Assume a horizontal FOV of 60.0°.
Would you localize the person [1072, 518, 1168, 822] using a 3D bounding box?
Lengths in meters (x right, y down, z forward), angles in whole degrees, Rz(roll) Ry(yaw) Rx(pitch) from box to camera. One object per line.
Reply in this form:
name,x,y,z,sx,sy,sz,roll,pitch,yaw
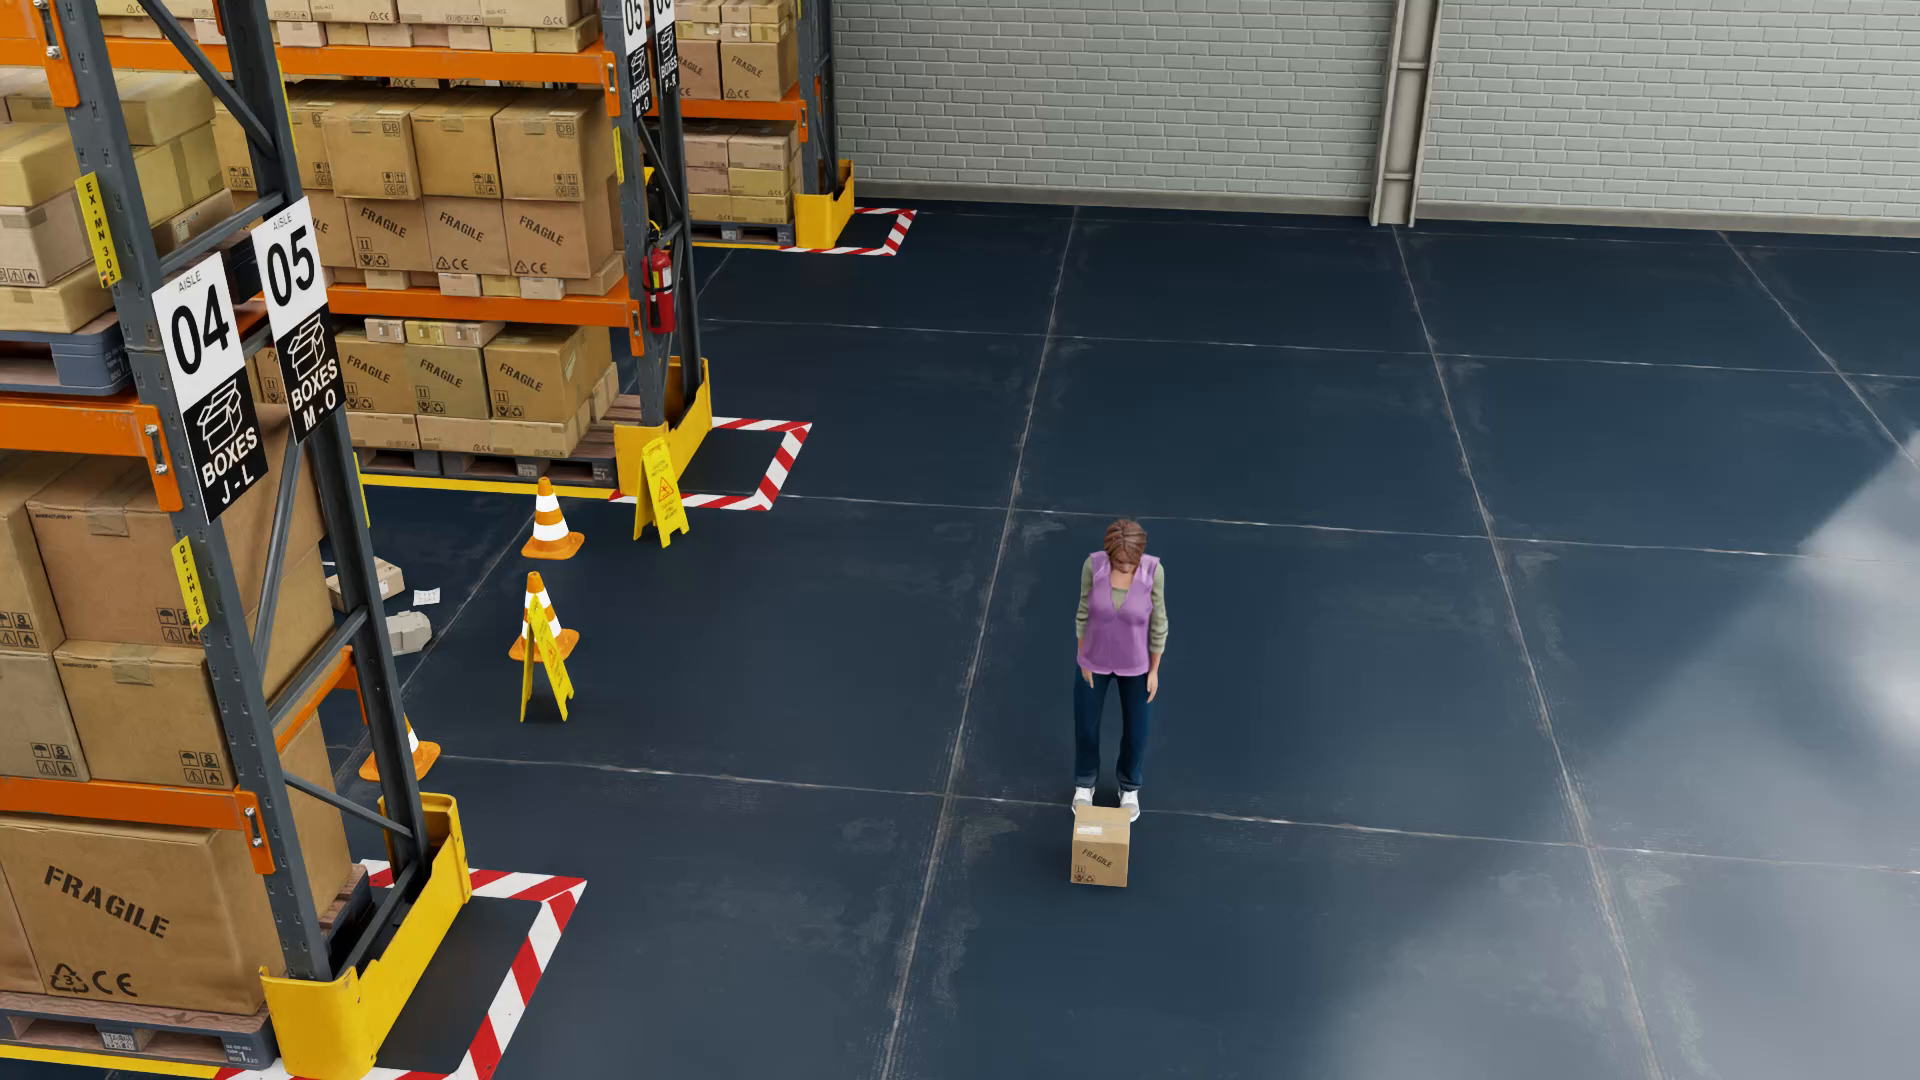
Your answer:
person,0.729,0.589,7.608,0.417,1.562,0.341,4,29,7
